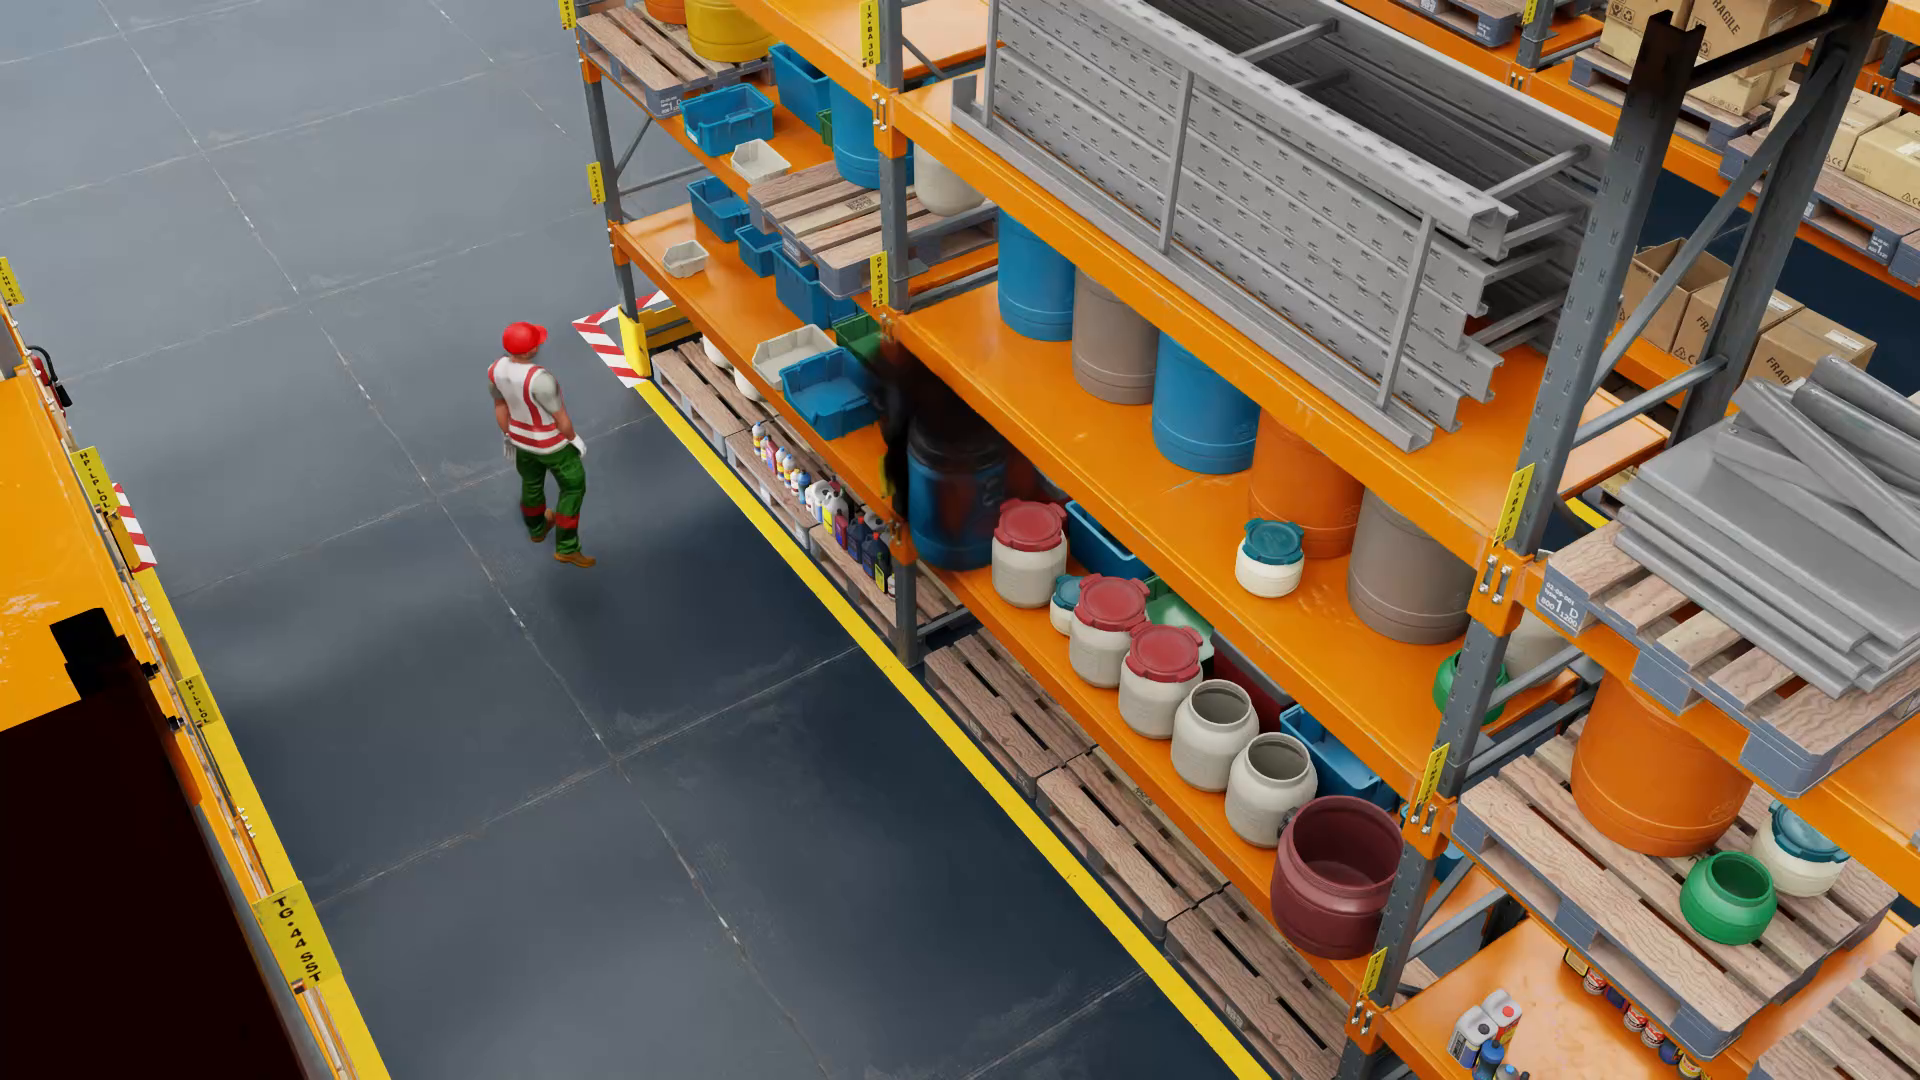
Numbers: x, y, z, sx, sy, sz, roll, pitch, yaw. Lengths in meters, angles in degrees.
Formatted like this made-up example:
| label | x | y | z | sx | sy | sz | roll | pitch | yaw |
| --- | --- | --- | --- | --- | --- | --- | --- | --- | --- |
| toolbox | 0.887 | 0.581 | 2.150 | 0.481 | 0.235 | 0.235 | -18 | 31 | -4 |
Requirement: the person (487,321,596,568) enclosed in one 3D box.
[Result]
| label | x | y | z | sx | sy | sz | roll | pitch | yaw |
| --- | --- | --- | --- | --- | --- | --- | --- | --- | --- |
| person | -2.699 | -0.607 | 10.675 | 0.583 | 1.848 | 0.425 | 21 | 46 | 21 |
